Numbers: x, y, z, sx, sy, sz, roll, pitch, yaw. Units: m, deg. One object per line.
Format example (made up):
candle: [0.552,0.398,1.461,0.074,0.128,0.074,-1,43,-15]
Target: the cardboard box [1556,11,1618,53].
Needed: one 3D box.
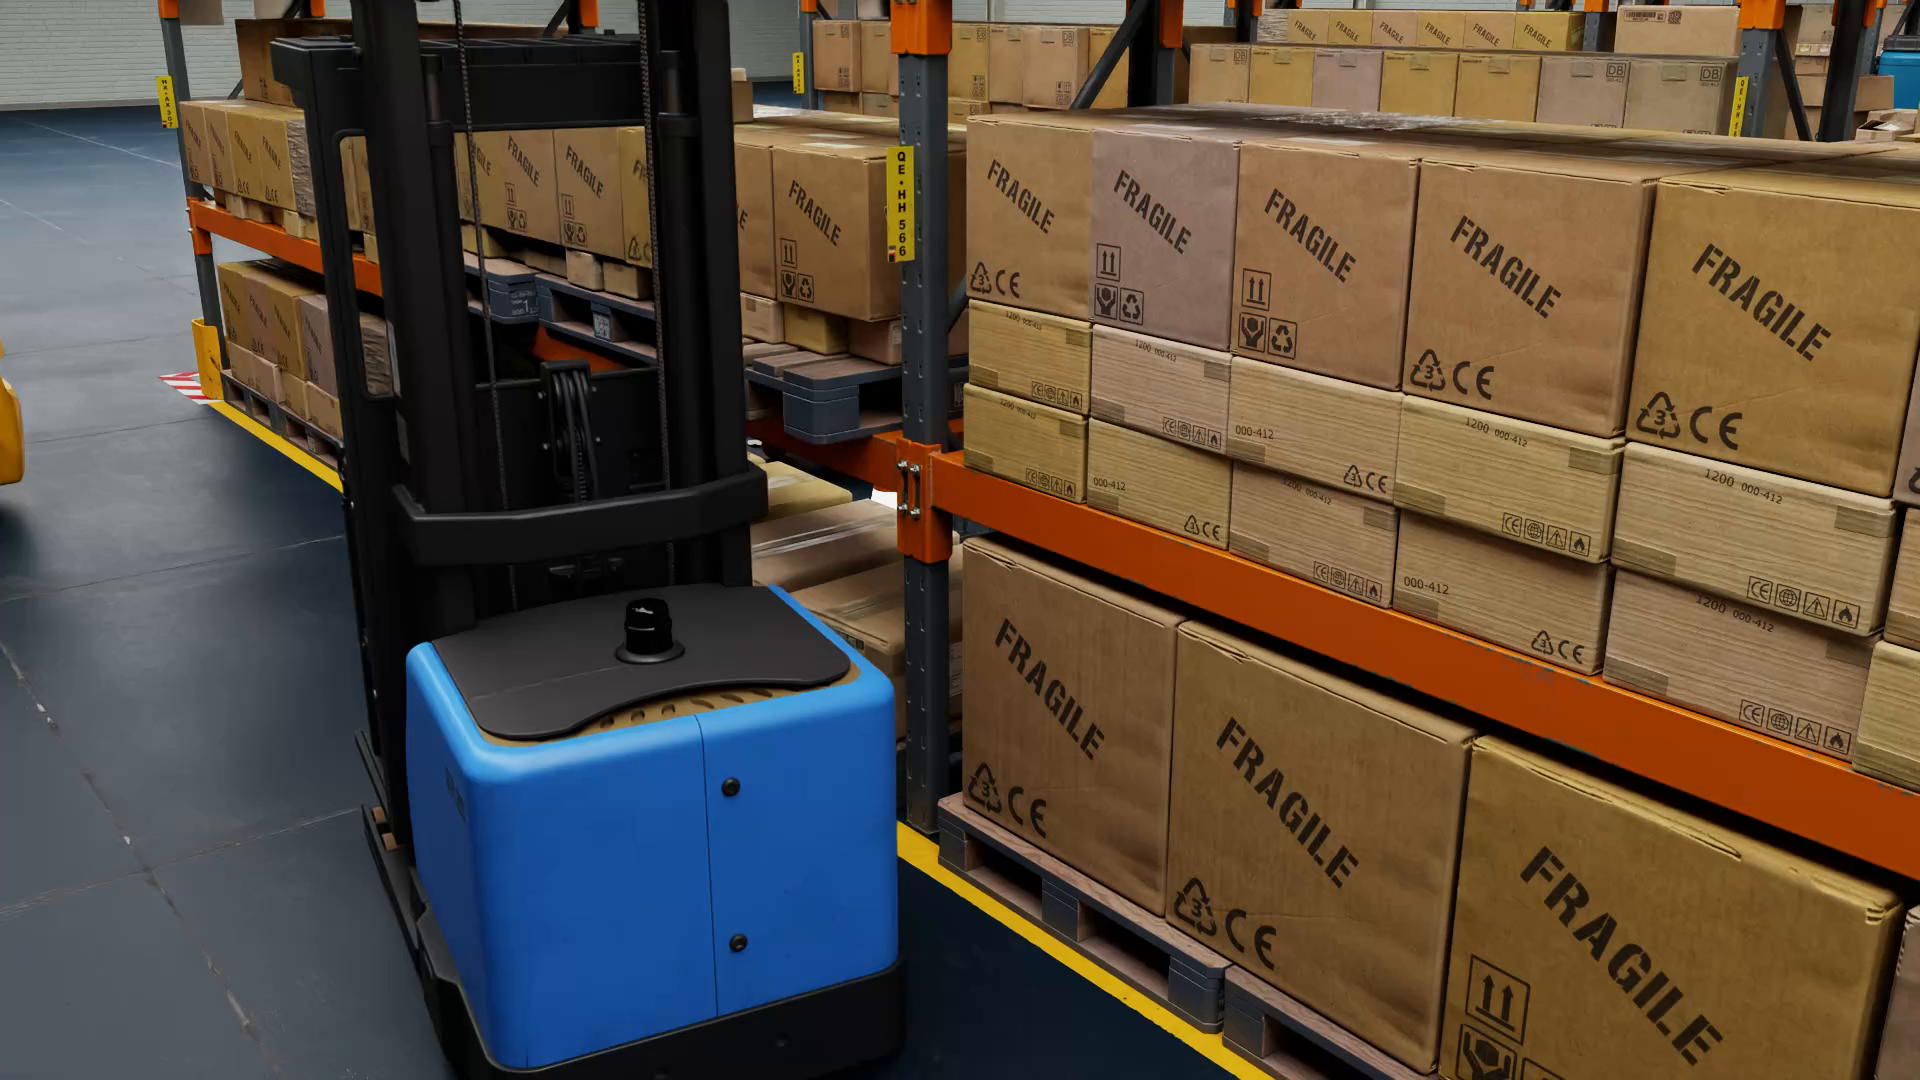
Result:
cardboard box: [5.456,-4.307,14.375,0.500,0.500,0.500,-14,23,-36]

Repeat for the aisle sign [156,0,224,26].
aisle sign: [-4.997,-3.723,10.700,0.394,0.787,0.004,-14,23,-36]

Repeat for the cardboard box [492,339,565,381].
cardboard box: [-2.387,-0.997,9.115,0.500,0.500,0.500,-13,22,-34]

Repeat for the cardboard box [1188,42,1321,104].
cardboard box: [1.898,-2.941,10.722,0.700,0.500,0.500,-14,23,-37]

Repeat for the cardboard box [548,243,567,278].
cardboard box: [-1.474,-1.180,6.886,0.380,0.149,0.250,-14,23,-36]

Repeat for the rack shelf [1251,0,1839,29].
rack shelf: [2.827,-3.130,9.415,1.077,0.370,4.000,-14,23,-36]

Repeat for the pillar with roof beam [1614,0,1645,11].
pillar with roof beam: [8.714,-10.852,26.818,9.100,9.000,0.400,-14,23,-36]

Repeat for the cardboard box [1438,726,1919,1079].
cardboard box: [1.720,0.873,3.665,0.875,0.875,0.875,-13,22,-35]

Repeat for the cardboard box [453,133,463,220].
cardboard box: [-2.166,-1.766,7.622,0.500,0.500,0.500,-13,23,-35]

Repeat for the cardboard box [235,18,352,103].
cardboard box: [-4.227,-3.115,10.774,0.700,0.500,0.500,-15,23,-37]

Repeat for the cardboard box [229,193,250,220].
cardboard box: [-4.277,-2.079,10.269,0.380,0.149,0.250,-14,23,-35]

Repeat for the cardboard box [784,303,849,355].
cardboard box: [-0.360,-0.730,5.527,0.380,0.149,0.250,-14,23,-35]

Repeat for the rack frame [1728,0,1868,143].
rack frame: [4.069,-1.554,8.285,1.000,3.000,0.127,-14,23,-36]

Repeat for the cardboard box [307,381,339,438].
cardboard box: [-3.461,-0.792,9.688,0.500,0.250,0.500,-14,23,-35]

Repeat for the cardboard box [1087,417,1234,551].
cardboard box: [0.691,-0.199,4.431,0.500,0.250,0.500,-15,23,-38]

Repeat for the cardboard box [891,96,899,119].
cardboard box: [-0.024,-3.220,13.078,0.875,0.550,0.550,-14,23,-36]

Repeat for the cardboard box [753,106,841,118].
cardboard box: [-0.815,-1.489,6.786,0.500,0.500,0.500,-15,24,-38]

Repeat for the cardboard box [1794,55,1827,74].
cardboard box: [11.430,-6.203,22.164,0.700,0.500,0.500,-13,22,-35]

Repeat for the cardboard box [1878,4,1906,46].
cardboard box: [12.089,-6.558,21.173,0.700,0.500,0.500,-14,23,-36]

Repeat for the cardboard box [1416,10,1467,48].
cardboard box: [4.420,-4.450,14.807,0.500,0.500,0.500,-14,23,-36]

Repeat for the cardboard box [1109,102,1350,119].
cardboard box: [0.777,-1.009,4.888,0.500,0.500,0.500,-15,23,-38]

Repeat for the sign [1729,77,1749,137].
sign: [3.636,-1.995,7.773,0.100,0.325,0.005,-14,23,-36]

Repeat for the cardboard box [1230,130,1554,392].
cardboard box: [0.991,-0.665,3.850,0.500,0.500,0.500,-13,22,-35]

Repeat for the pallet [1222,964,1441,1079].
pallet: [1.435,1.270,4.192,1.003,0.211,1.213,-14,23,-36]

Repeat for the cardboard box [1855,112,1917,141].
cardboard box: [6.773,-2.991,12.170,0.396,0.266,0.258,-15,23,-38]

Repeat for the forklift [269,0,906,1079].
forklift: [-1.259,-0.383,4.855,1.130,2.935,3.031,-9,20,-26]

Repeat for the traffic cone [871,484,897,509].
traffic cone: [-0.365,-0.312,8.570,0.336,0.463,0.334,-14,23,-36]

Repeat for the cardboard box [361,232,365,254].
cardboard box: [-2.932,-1.589,8.789,0.380,0.149,0.250,-14,23,-36]

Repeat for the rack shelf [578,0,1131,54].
rack shelf: [-0.990,-2.139,6.422,1.077,0.370,4.000,-14,23,-36]

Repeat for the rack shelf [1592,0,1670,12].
rack shelf: [6.778,-4.073,12.263,1.077,0.370,4.000,-14,23,-36]

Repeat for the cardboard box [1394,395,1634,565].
cardboard box: [1.297,-0.176,3.566,0.500,0.250,0.500,-13,23,-35]

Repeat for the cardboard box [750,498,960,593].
cardboard box: [-0.556,0.163,6.610,0.950,0.372,0.625,-15,23,-37]

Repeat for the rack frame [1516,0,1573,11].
rack frame: [6.935,-5.435,20.006,1.000,3.000,0.127,-14,23,-36]

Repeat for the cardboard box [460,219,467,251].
cardboard box: [-2.137,-1.431,7.644,0.380,0.149,0.250,-14,23,-35]

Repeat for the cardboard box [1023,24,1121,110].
cardboard box: [0.951,-3.334,11.704,0.875,0.550,0.550,-14,23,-36]

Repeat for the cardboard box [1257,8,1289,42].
cardboard box: [3.181,-4.943,16.297,0.500,0.500,0.500,-14,23,-36]

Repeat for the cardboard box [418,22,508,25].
cardboard box: [-2.926,-2.622,9.287,0.700,0.500,0.500,-15,23,-37]

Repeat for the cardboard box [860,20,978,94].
cardboard box: [-0.284,-3.893,13.391,0.875,0.550,0.550,-14,23,-36]

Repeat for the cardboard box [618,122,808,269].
cardboard box: [-0.893,-1.258,6.091,0.500,0.500,0.500,-16,24,-40]

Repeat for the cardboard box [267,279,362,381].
cardboard box: [-3.783,-1.273,9.948,0.500,0.500,0.500,-13,23,-35]

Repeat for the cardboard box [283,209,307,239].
cardboard box: [-3.628,-1.824,9.500,0.380,0.149,0.250,-14,23,-36]

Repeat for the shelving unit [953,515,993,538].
shelving unit: [0.005,-0.425,8.215,0.258,0.900,0.210,-14,23,-36]

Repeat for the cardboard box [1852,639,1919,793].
cardboard box: [1.943,0.306,2.904,0.500,0.250,0.500,-14,23,-37]

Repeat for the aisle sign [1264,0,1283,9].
aisle sign: [3.249,-5.777,16.901,0.394,0.787,0.004,-14,23,-36]

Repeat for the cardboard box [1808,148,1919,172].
cardboard box: [2.040,-0.508,3.376,0.500,0.500,0.500,-15,23,-37]

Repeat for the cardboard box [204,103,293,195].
cardboard box: [-4.315,-2.425,10.283,0.500,0.500,0.500,-13,22,-34]

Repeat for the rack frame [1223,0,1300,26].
rack frame: [3.053,-4.469,17.086,1.000,3.000,0.127,-14,23,-36]

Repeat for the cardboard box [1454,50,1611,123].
cardboard box: [3.163,-2.439,9.208,0.700,0.500,0.500,-14,23,-37]

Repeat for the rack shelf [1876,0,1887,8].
rack shelf: [10.661,-5.039,15.182,1.077,0.370,4.000,-14,23,-36]

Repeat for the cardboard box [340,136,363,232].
cardboard box: [-3.028,-1.924,8.769,0.500,0.500,0.500,-13,22,-34]

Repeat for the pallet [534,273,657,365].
pallet: [-1.010,-0.952,6.771,1.003,0.211,1.213,-14,23,-36]
